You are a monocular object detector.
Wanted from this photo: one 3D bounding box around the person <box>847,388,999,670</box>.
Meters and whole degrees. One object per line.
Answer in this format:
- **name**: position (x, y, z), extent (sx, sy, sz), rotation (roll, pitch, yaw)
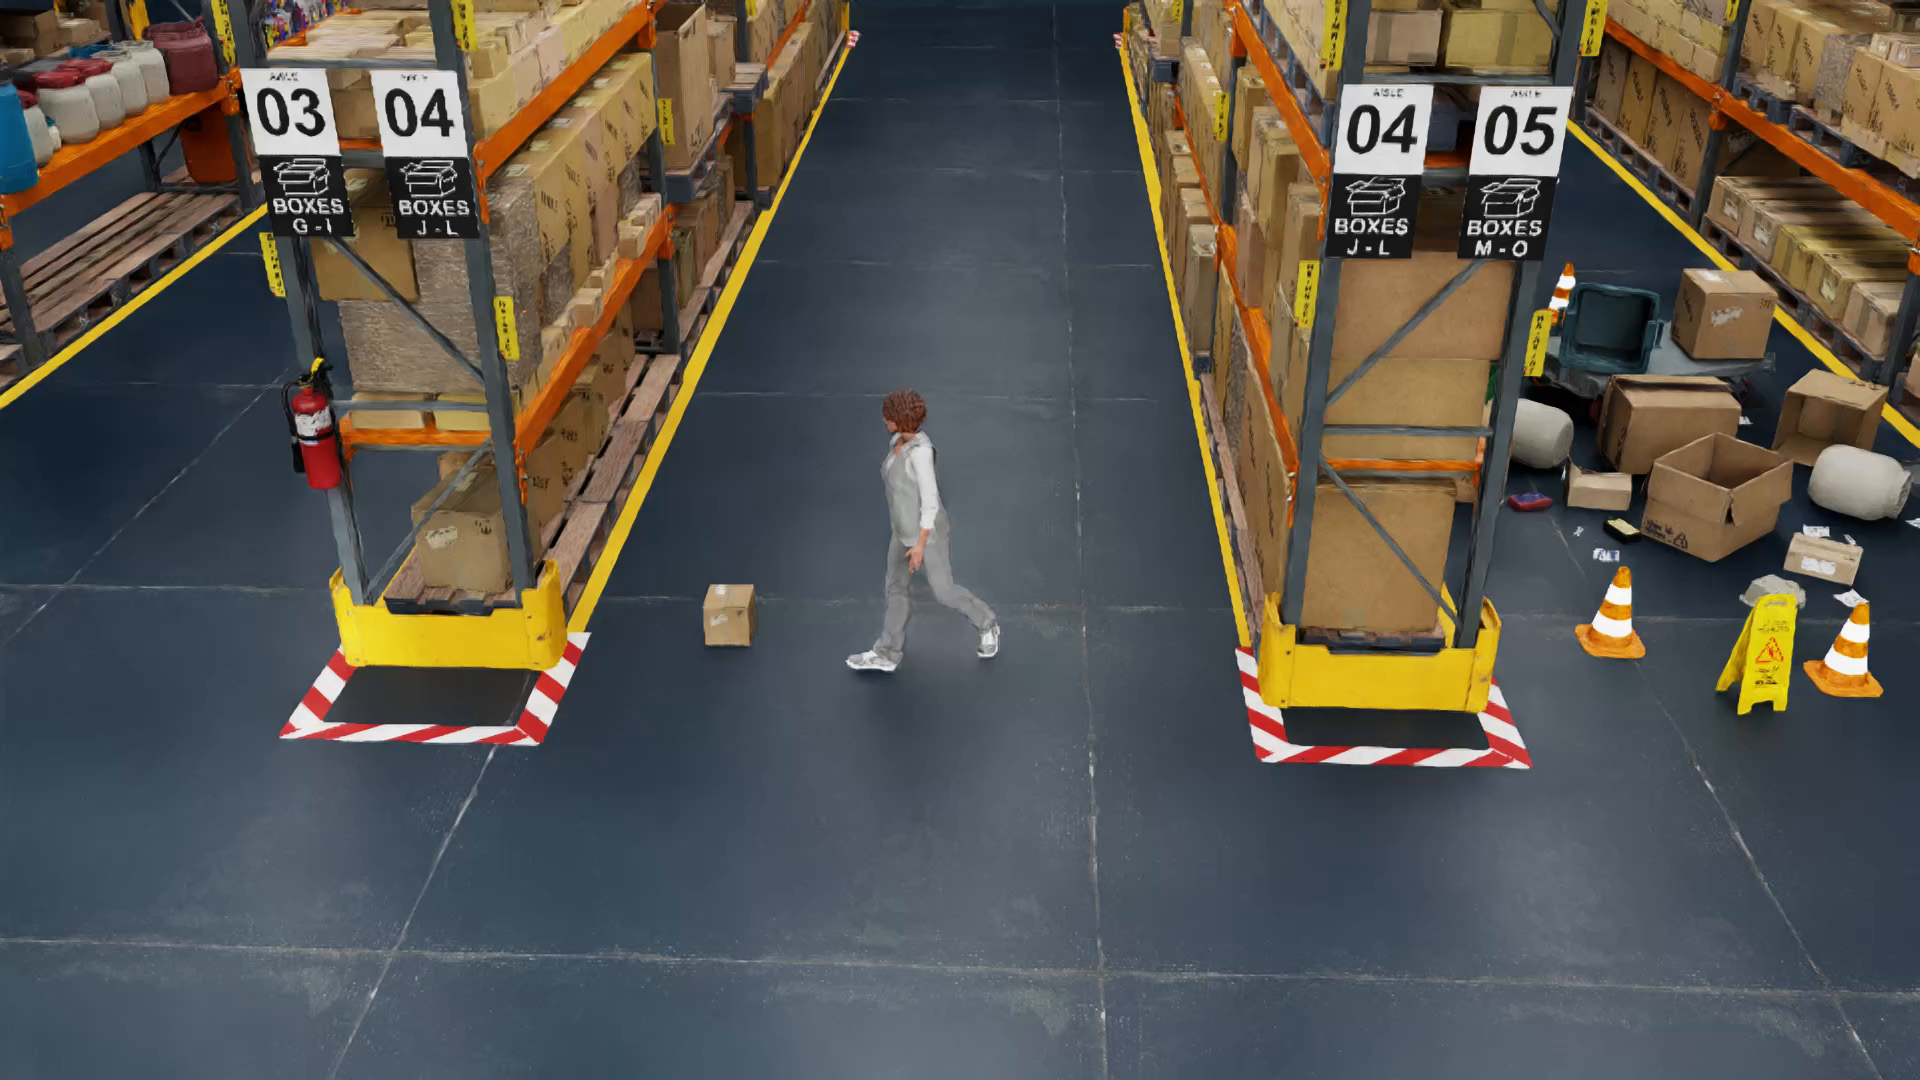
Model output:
- **person**: position (-0.196, -0.039, 8.705), extent (0.844, 1.549, 0.486), rotation (-12, 31, -21)
